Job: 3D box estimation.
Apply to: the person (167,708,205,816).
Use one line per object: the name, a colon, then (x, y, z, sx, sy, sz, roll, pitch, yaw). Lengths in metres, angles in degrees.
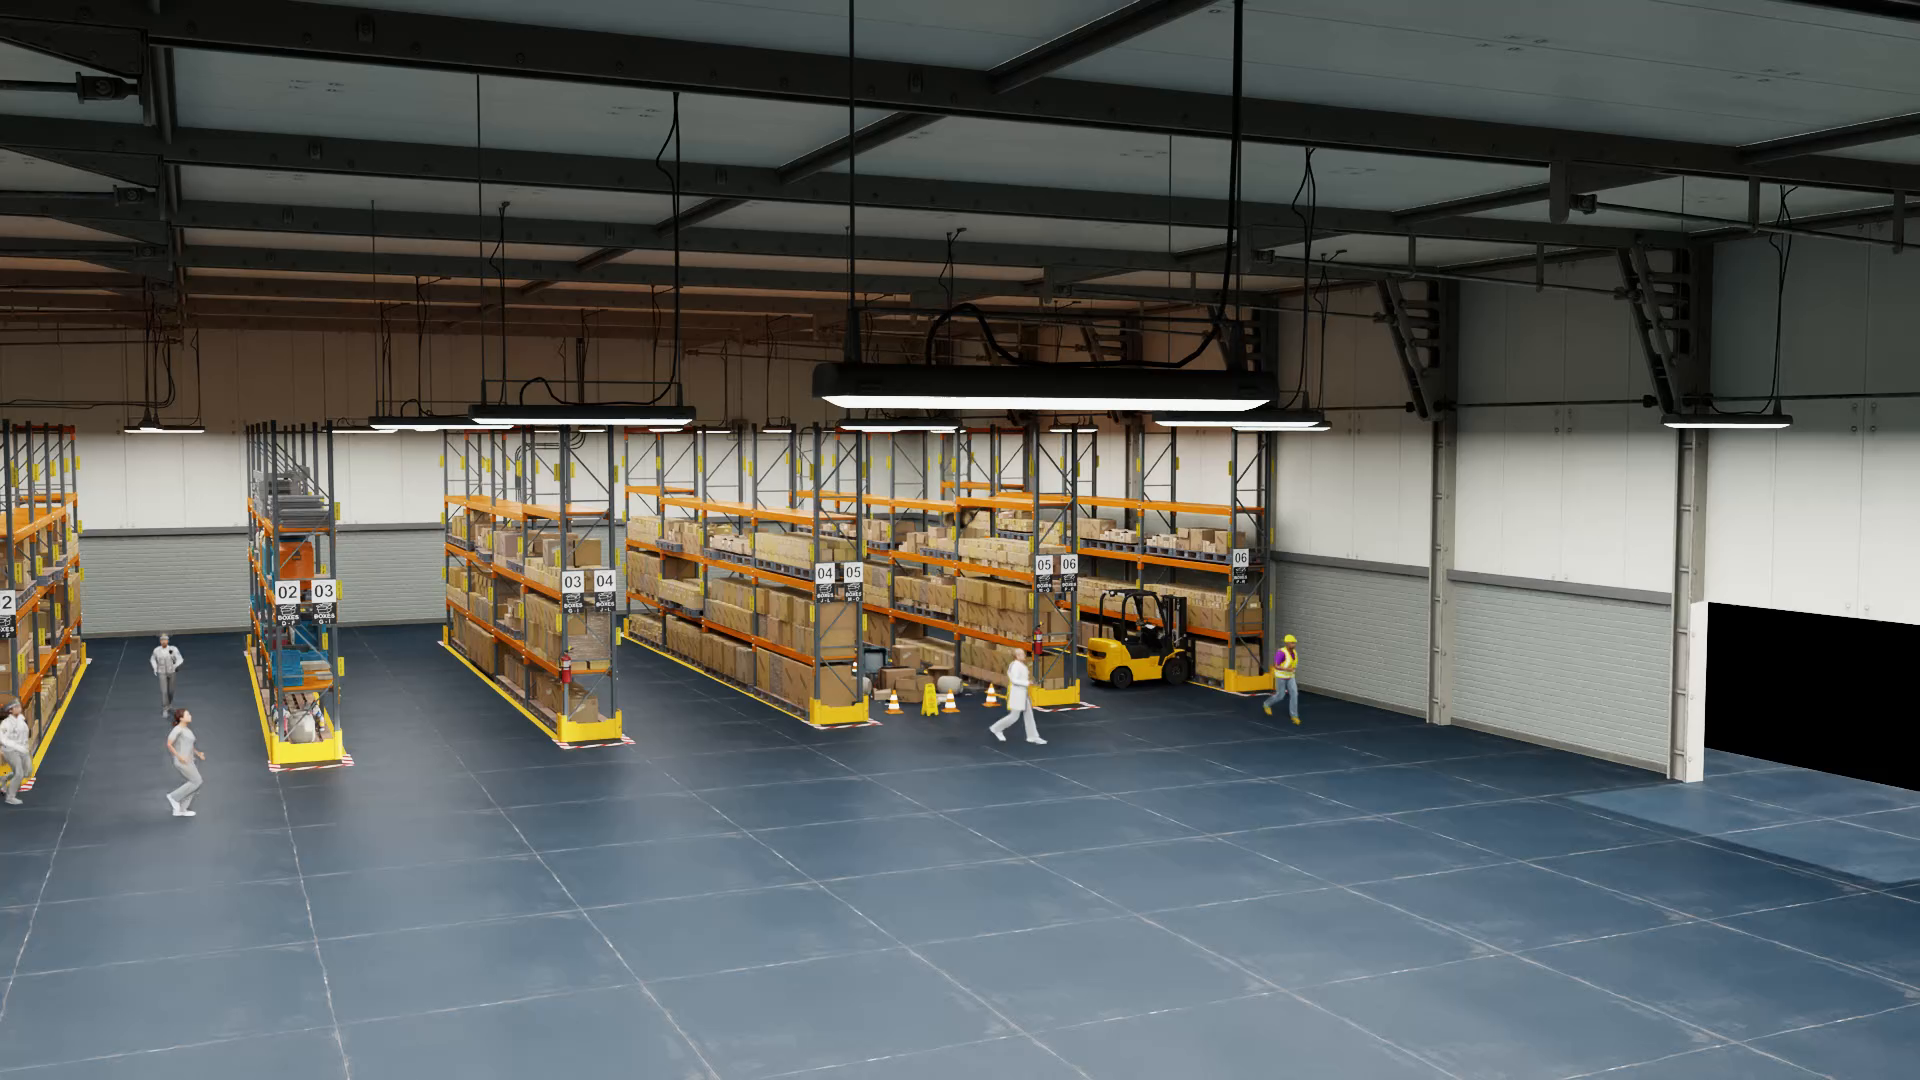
person: (-11.659, 3.346, 25.028, 0.520, 1.634, 0.573, 0, 4, -8)

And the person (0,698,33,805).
person: (-14.719, 3.283, 25.921, 0.594, 1.652, 0.649, 0, 4, 7)

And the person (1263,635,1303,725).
person: (6.488, 2.778, 33.345, 0.734, 1.773, 0.998, -3, 5, -39)

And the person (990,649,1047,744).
person: (1.076, 2.891, 30.753, 1.068, 1.777, 0.710, 1, 4, 15)

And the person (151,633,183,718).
person: (-16.193, 2.732, 33.971, 0.610, 1.688, 0.839, -2, 4, -24)
